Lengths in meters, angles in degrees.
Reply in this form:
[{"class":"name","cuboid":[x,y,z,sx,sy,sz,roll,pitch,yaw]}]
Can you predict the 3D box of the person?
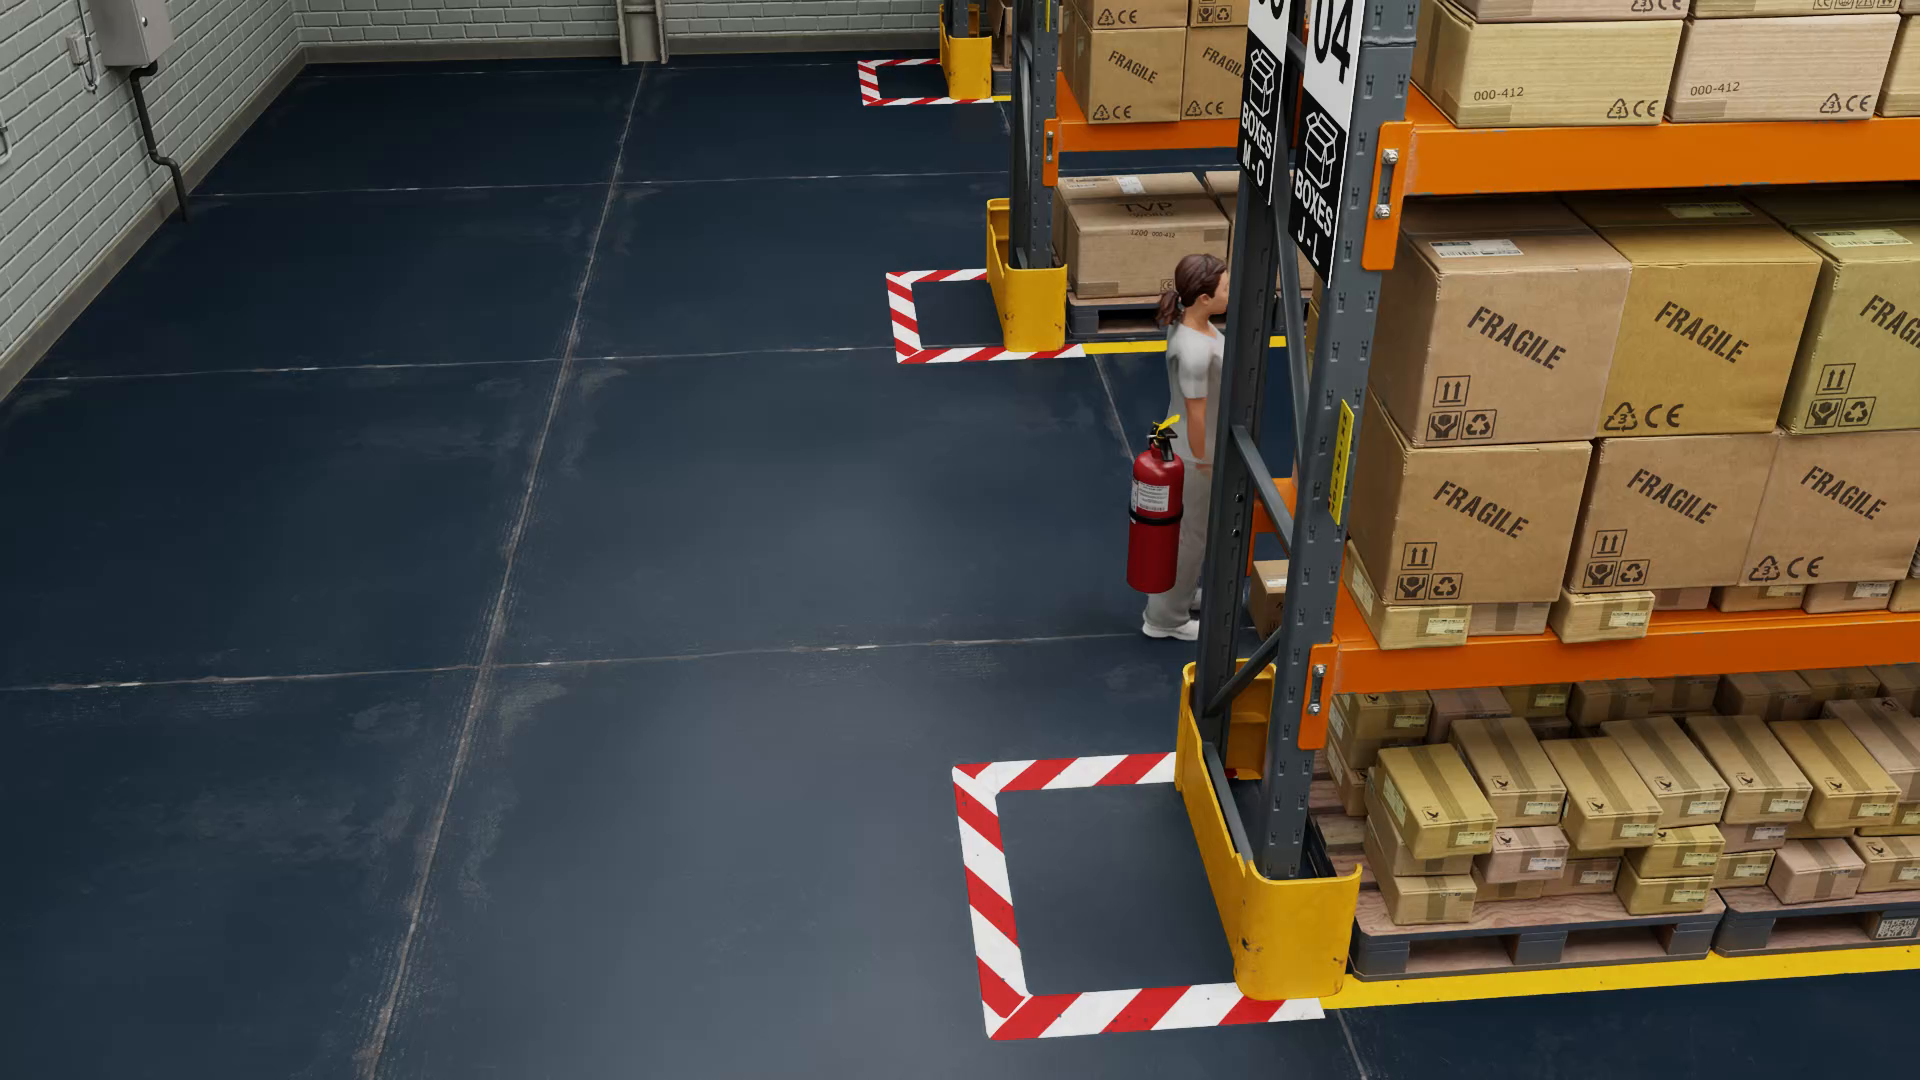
[{"class":"person","cuboid":[0.947,-0.370,6.755,0.383,1.668,0.437,3,31,4]}]
